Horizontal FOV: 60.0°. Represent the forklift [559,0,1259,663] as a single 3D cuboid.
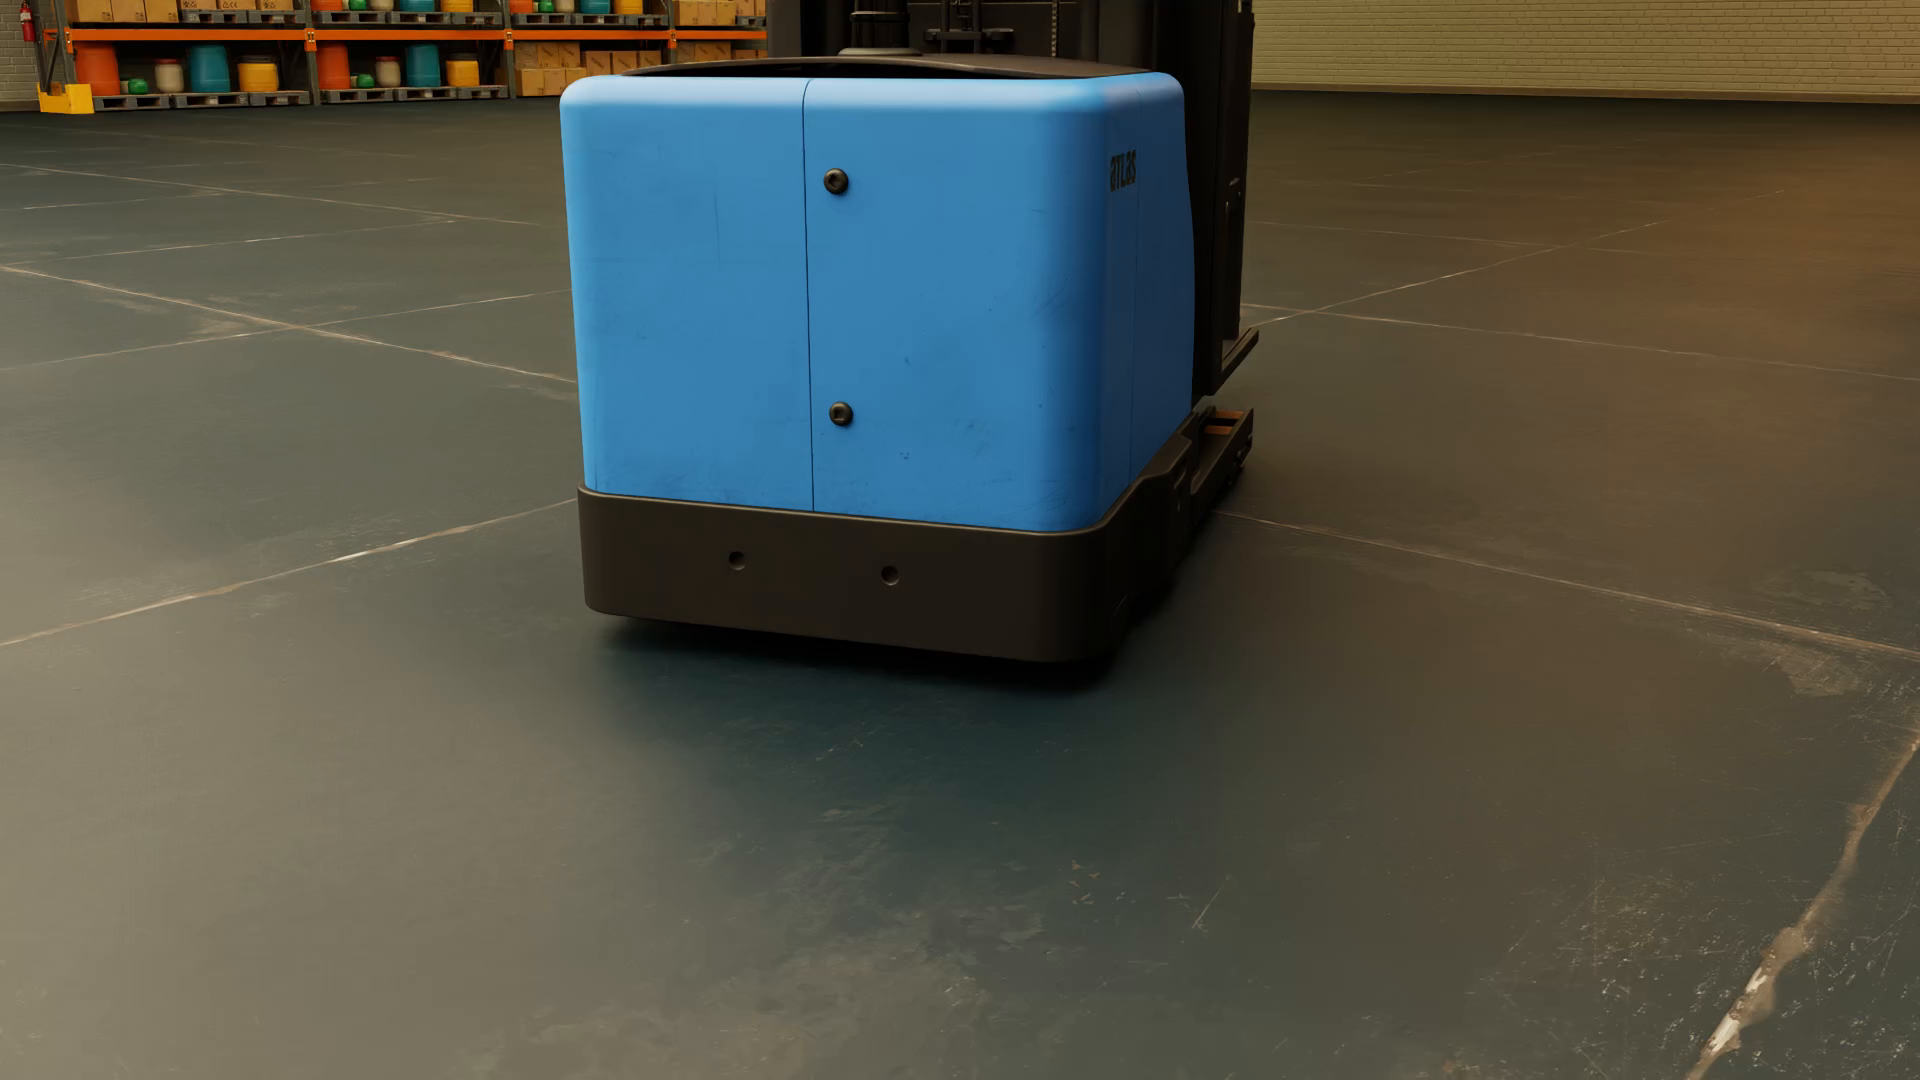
[{"bbox_3d":[0.182,-1.571,4.072,1.130,2.935,3.031,5,18,17],"label":"forklift"}]
